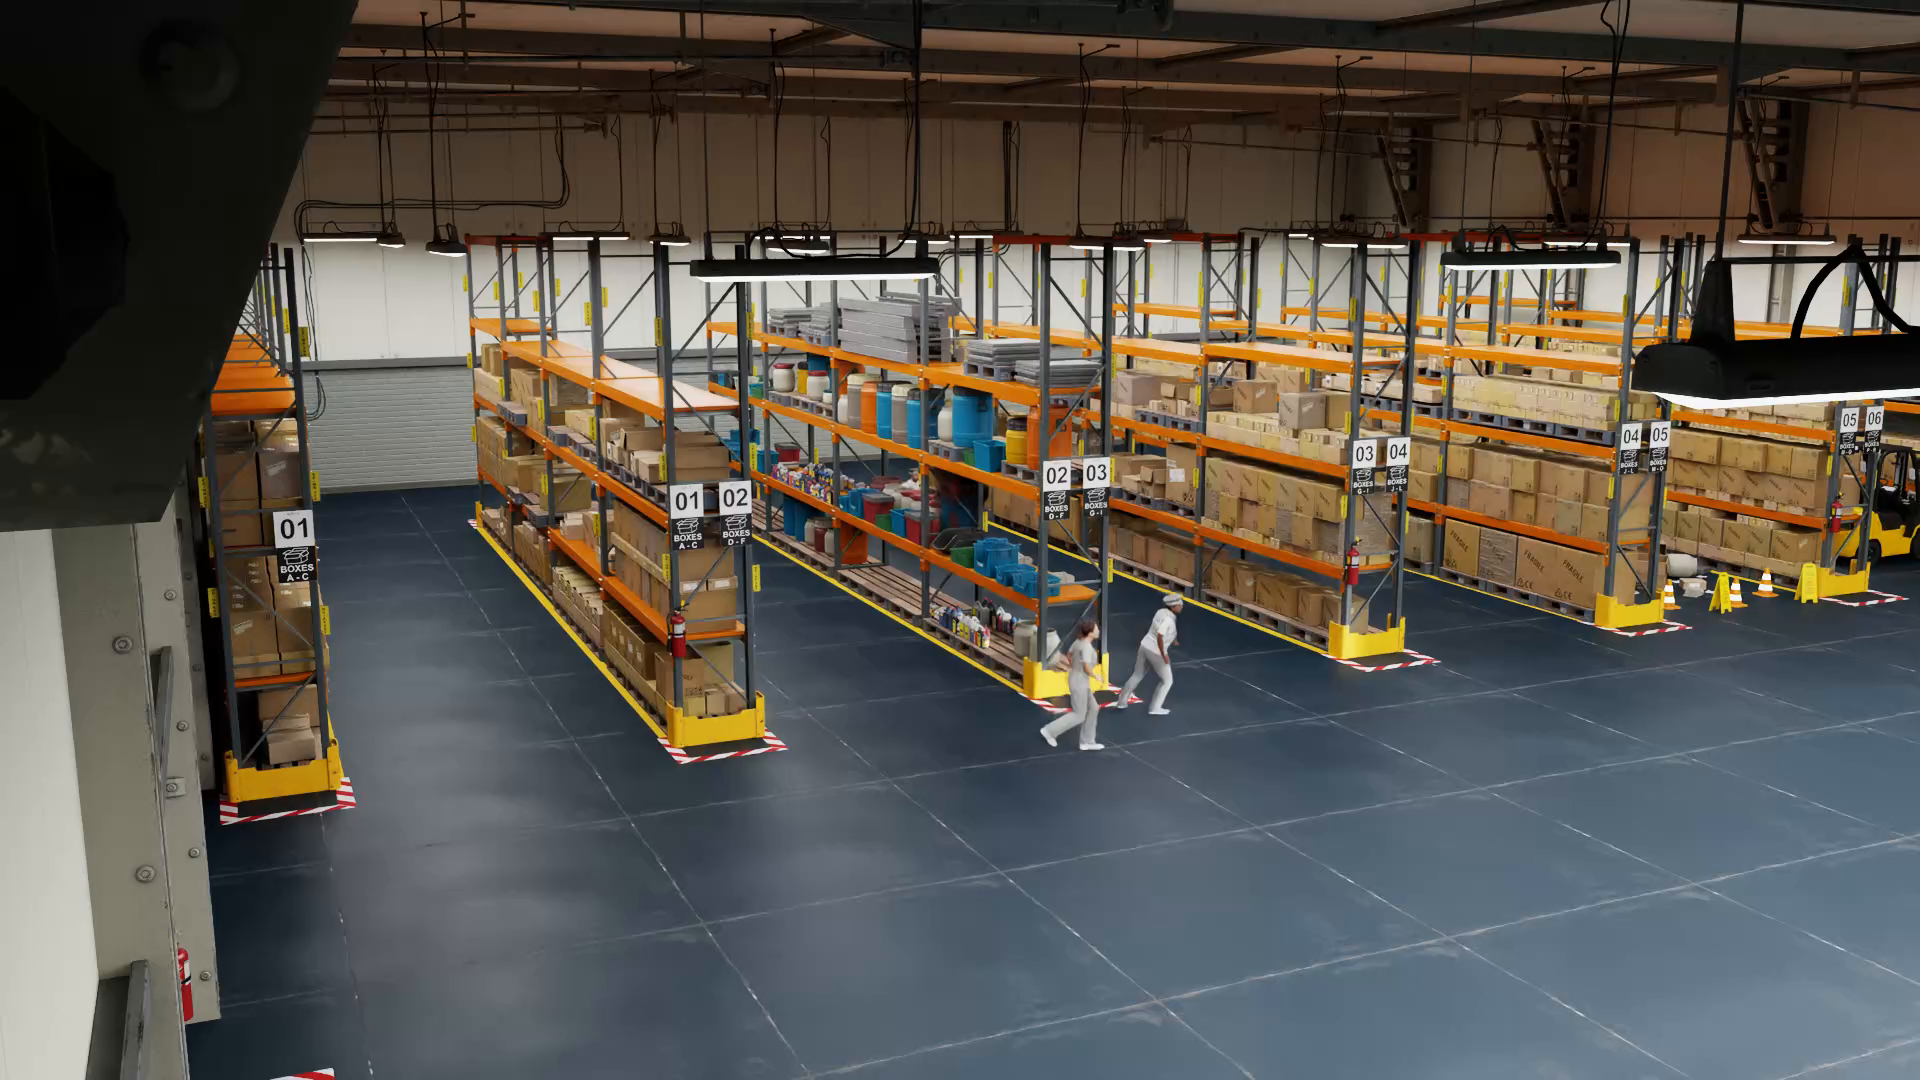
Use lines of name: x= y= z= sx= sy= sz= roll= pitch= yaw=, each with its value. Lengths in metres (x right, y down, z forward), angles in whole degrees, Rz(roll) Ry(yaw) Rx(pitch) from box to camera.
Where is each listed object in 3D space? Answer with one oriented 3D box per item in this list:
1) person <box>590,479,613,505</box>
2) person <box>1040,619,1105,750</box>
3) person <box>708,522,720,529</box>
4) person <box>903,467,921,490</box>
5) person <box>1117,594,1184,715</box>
person: x=-8.156 y=-1.689 z=37.159 sx=0.952 sy=1.740 sz=0.709 roll=0 pitch=11 yaw=2
person: x=1.351 y=1.746 z=19.905 sx=0.794 sy=1.623 sz=0.561 roll=-1 pitch=11 yaw=-5
person: x=-4.330 y=0.007 z=27.541 sx=0.690 sy=1.678 sz=1.019 roll=-6 pitch=12 yaw=-27
person: x=-0.964 y=-0.608 z=31.943 sx=0.606 sy=1.659 sz=0.941 roll=-8 pitch=14 yaw=-37
person: x=2.482 y=1.465 z=21.451 sx=0.848 sy=1.596 sz=0.632 roll=-4 pitch=12 yaw=-21
